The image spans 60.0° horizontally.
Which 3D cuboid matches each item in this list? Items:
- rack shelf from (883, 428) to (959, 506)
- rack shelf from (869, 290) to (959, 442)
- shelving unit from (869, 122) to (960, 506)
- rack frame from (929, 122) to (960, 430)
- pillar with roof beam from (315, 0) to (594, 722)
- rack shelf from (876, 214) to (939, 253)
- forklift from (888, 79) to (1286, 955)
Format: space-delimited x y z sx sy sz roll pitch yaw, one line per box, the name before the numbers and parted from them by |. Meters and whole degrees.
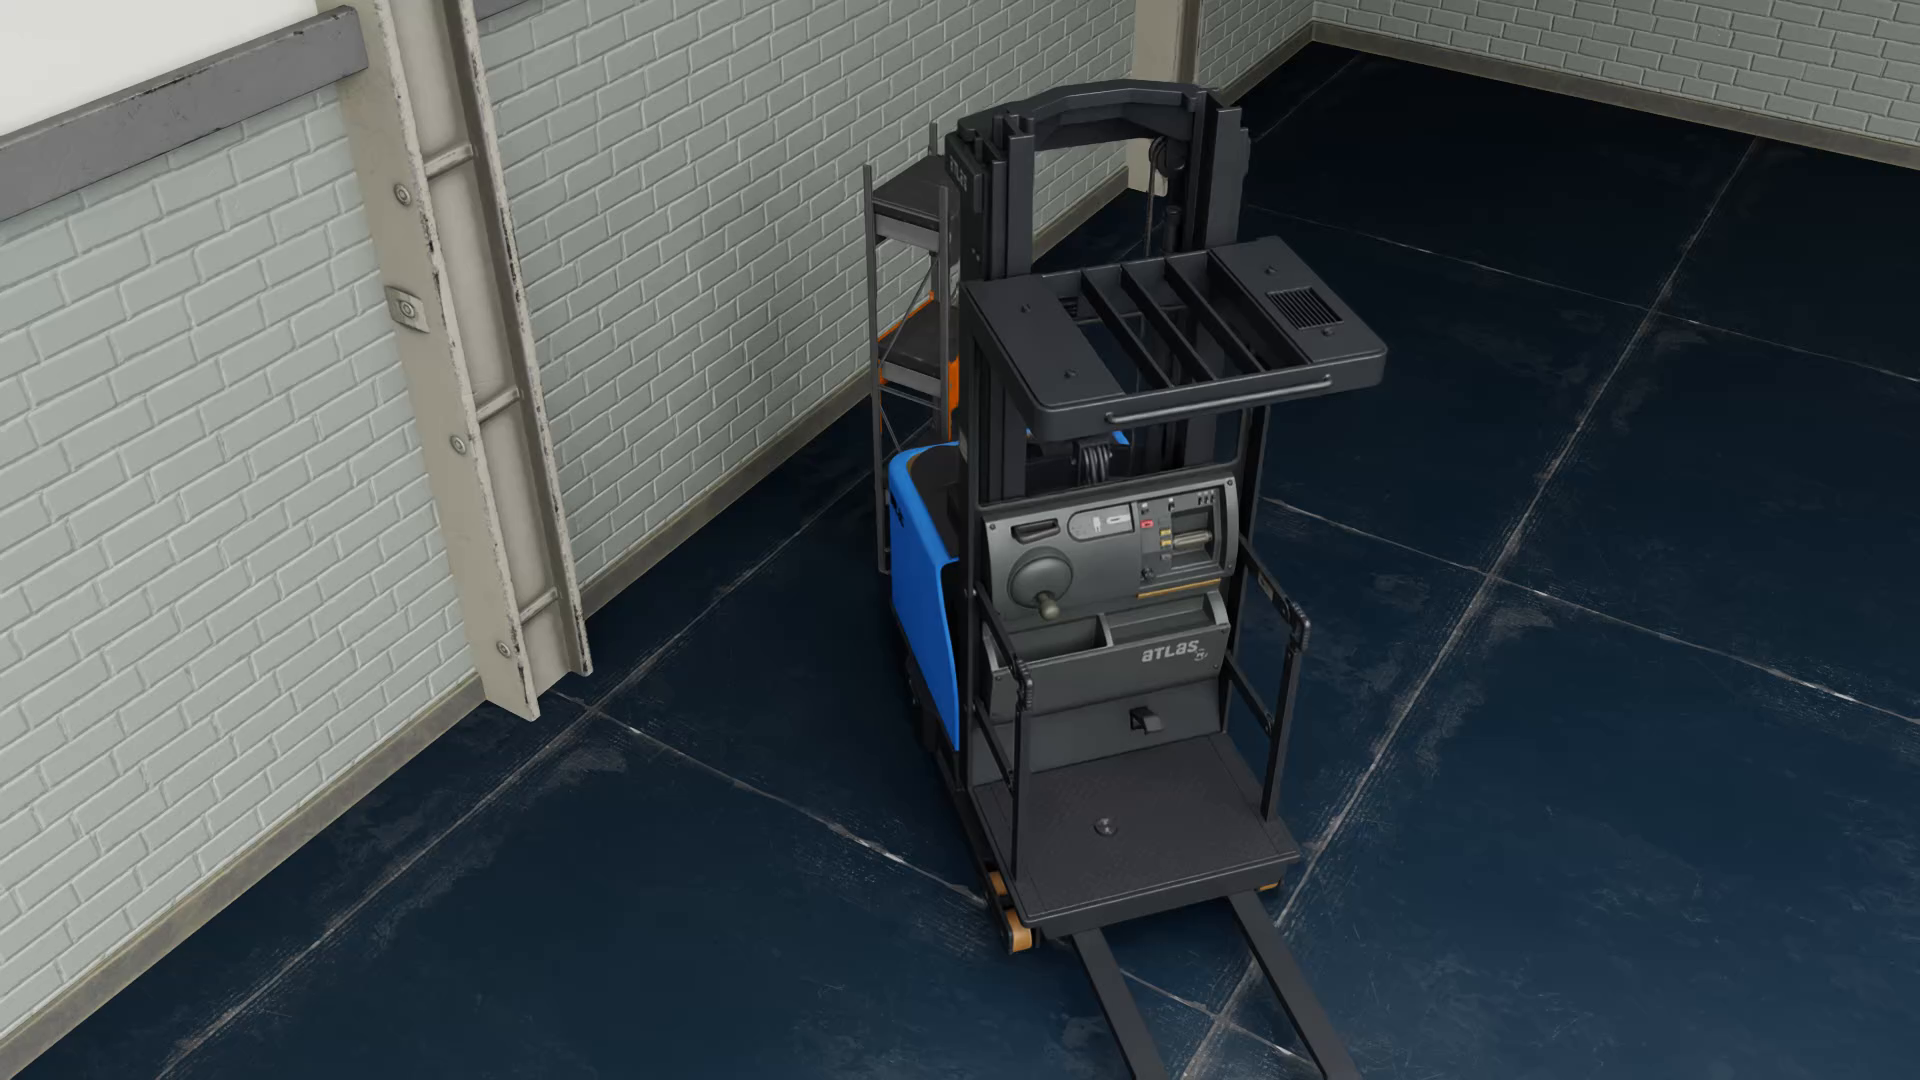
rack shelf | -0.089 -0.289 7.790 0.368 0.174 0.457 21 42 25
rack shelf | -0.089 -0.735 7.446 0.431 0.518 0.480 21 42 25
shelving unit | -0.086 -0.749 7.442 0.431 2.100 0.492 21 42 25
rack frame | 0.042 -0.872 7.601 0.400 2.100 0.015 21 42 25
pillar with roof beam | 1.765 -1.523 2.794 9.100 9.000 0.400 21 42 25
rack shelf | -0.089 -1.369 6.958 0.332 0.100 0.442 21 42 25
forklift | 0.604 0.097 5.663 1.130 2.935 3.031 -11 39 -13
